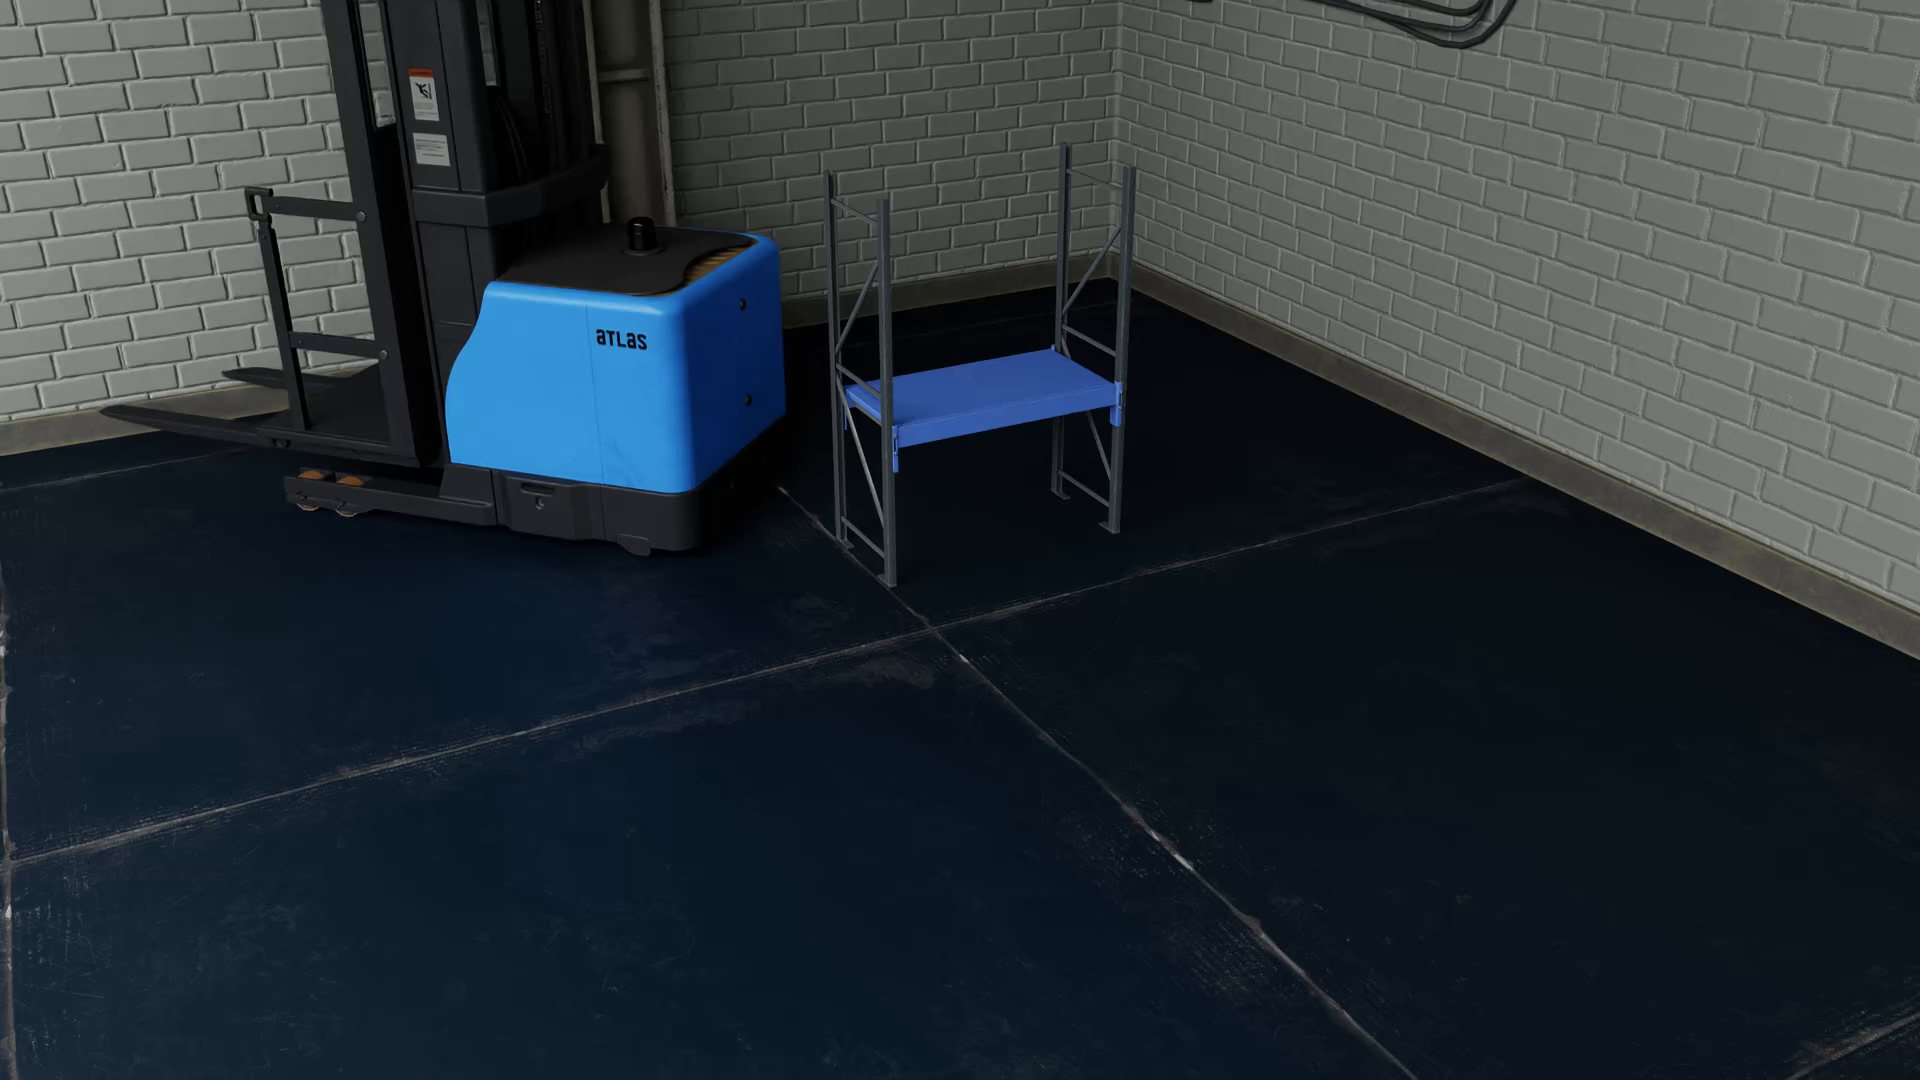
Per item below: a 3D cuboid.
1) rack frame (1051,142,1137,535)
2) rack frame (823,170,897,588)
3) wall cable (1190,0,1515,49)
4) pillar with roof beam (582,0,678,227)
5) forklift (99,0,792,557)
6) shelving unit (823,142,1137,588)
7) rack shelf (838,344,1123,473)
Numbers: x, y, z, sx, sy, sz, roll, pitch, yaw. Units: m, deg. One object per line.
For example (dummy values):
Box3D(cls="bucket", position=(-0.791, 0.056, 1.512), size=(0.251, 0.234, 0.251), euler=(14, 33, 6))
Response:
Box3D(cls="rack frame", position=(0.524, -0.797, 6.677), size=(0.032, 1.500, 0.500), euler=(-13, 29, -25))
Box3D(cls="rack frame", position=(-0.373, -0.590, 6.246), size=(0.032, 1.500, 0.500), euler=(-13, 29, -25))
Box3D(cls="wall cable", position=(1.556, -3.693, 7.633), size=(0.112, 2.526, 3.097), euler=(-13, 29, -25))
Box3D(cls="pillar with roof beam", position=(0.360, -3.354, 3.339), size=(0.400, 9.000, 9.100), euler=(-13, 29, -25))
Box3D(cls="forklift", position=(-2.311, -1.624, 6.746), size=(3.031, 2.935, 1.130), euler=(8, 27, 17))
Box3D(cls="shelving unit", position=(0.075, -0.693, 6.462), size=(1.048, 1.500, 0.538), euler=(-13, 29, -25))
Box3D(cls="rack shelf", position=(0.075, -0.531, 6.539), size=(1.000, 0.185, 0.538), euler=(-13, 29, -25))
